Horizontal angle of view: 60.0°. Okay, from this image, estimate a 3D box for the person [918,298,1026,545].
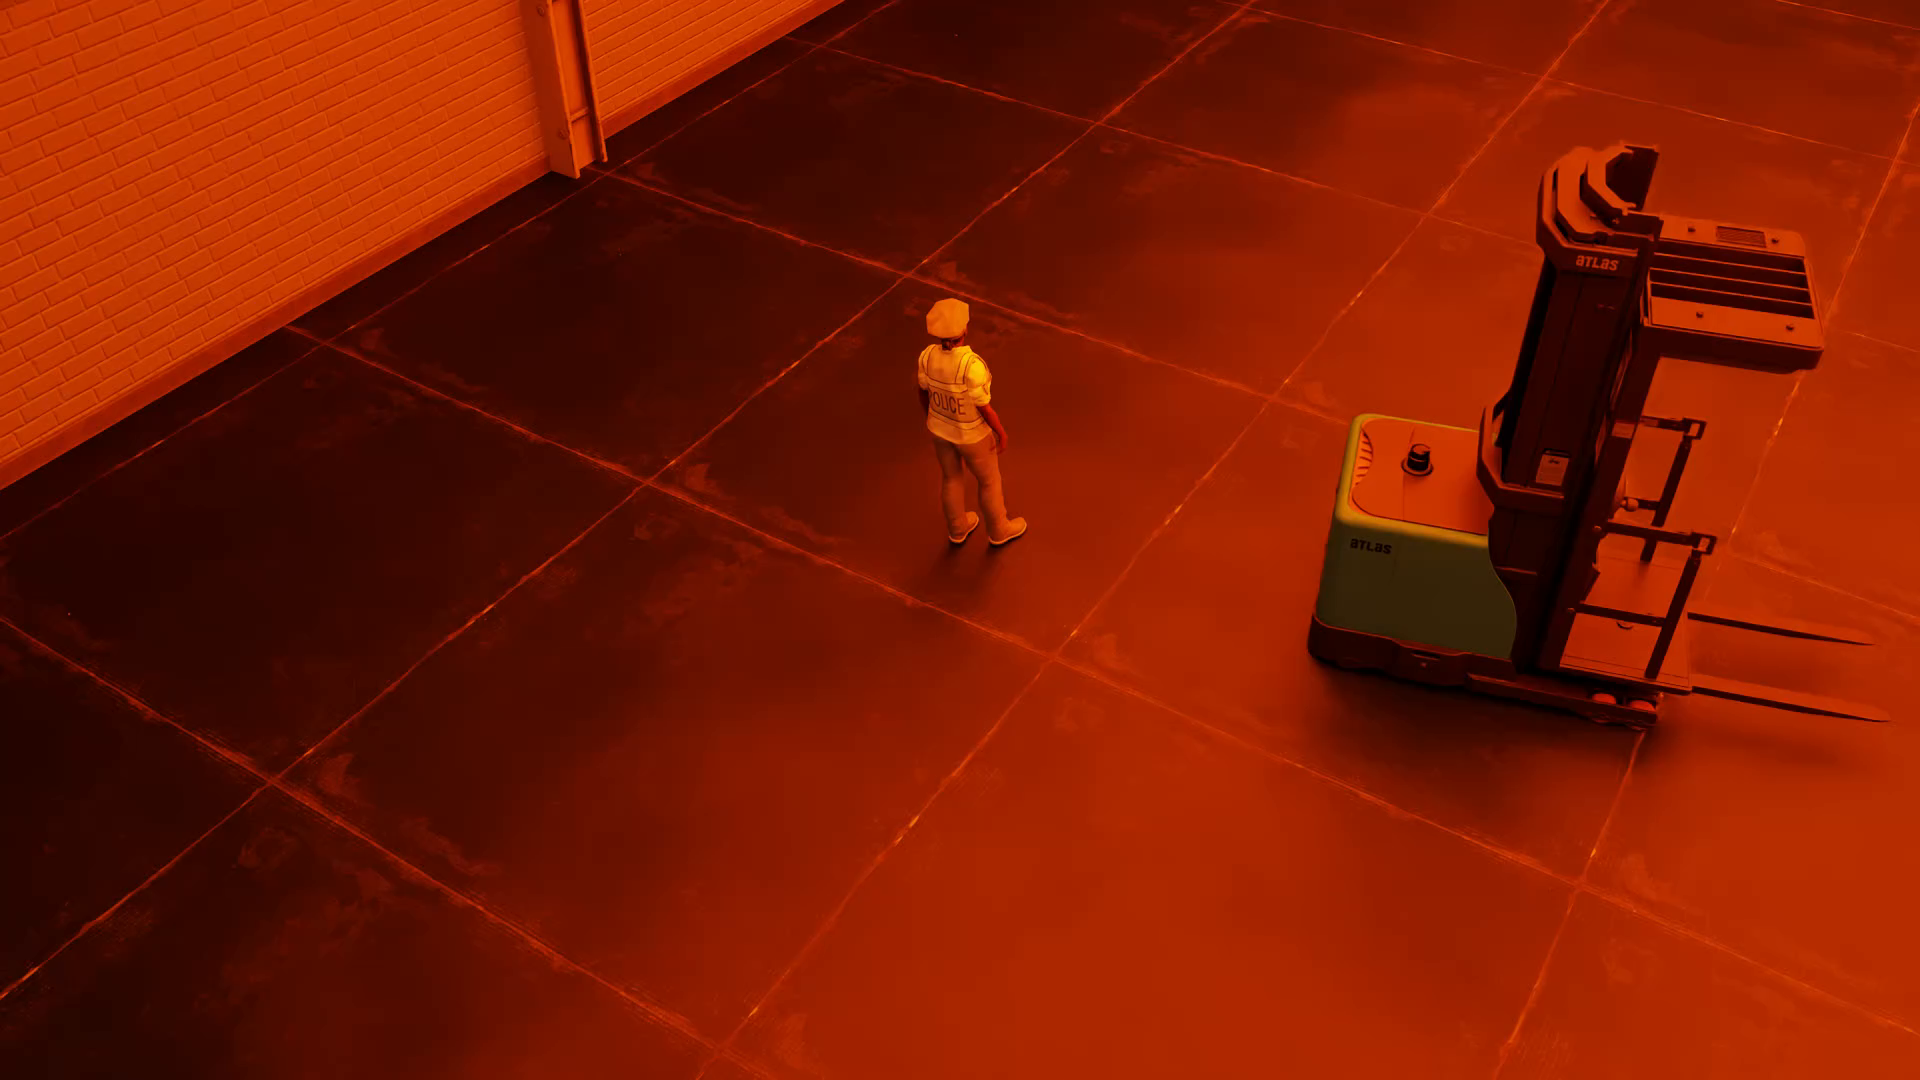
[{"bbox_3d":[0.057,-0.686,9.722,0.569,1.695,0.528,22,45,24],"label":"person"}]

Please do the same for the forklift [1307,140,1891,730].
[{"bbox_3d":[3.544,-0.471,8.523,3.031,2.935,1.130,11,41,12],"label":"forklift"}]
